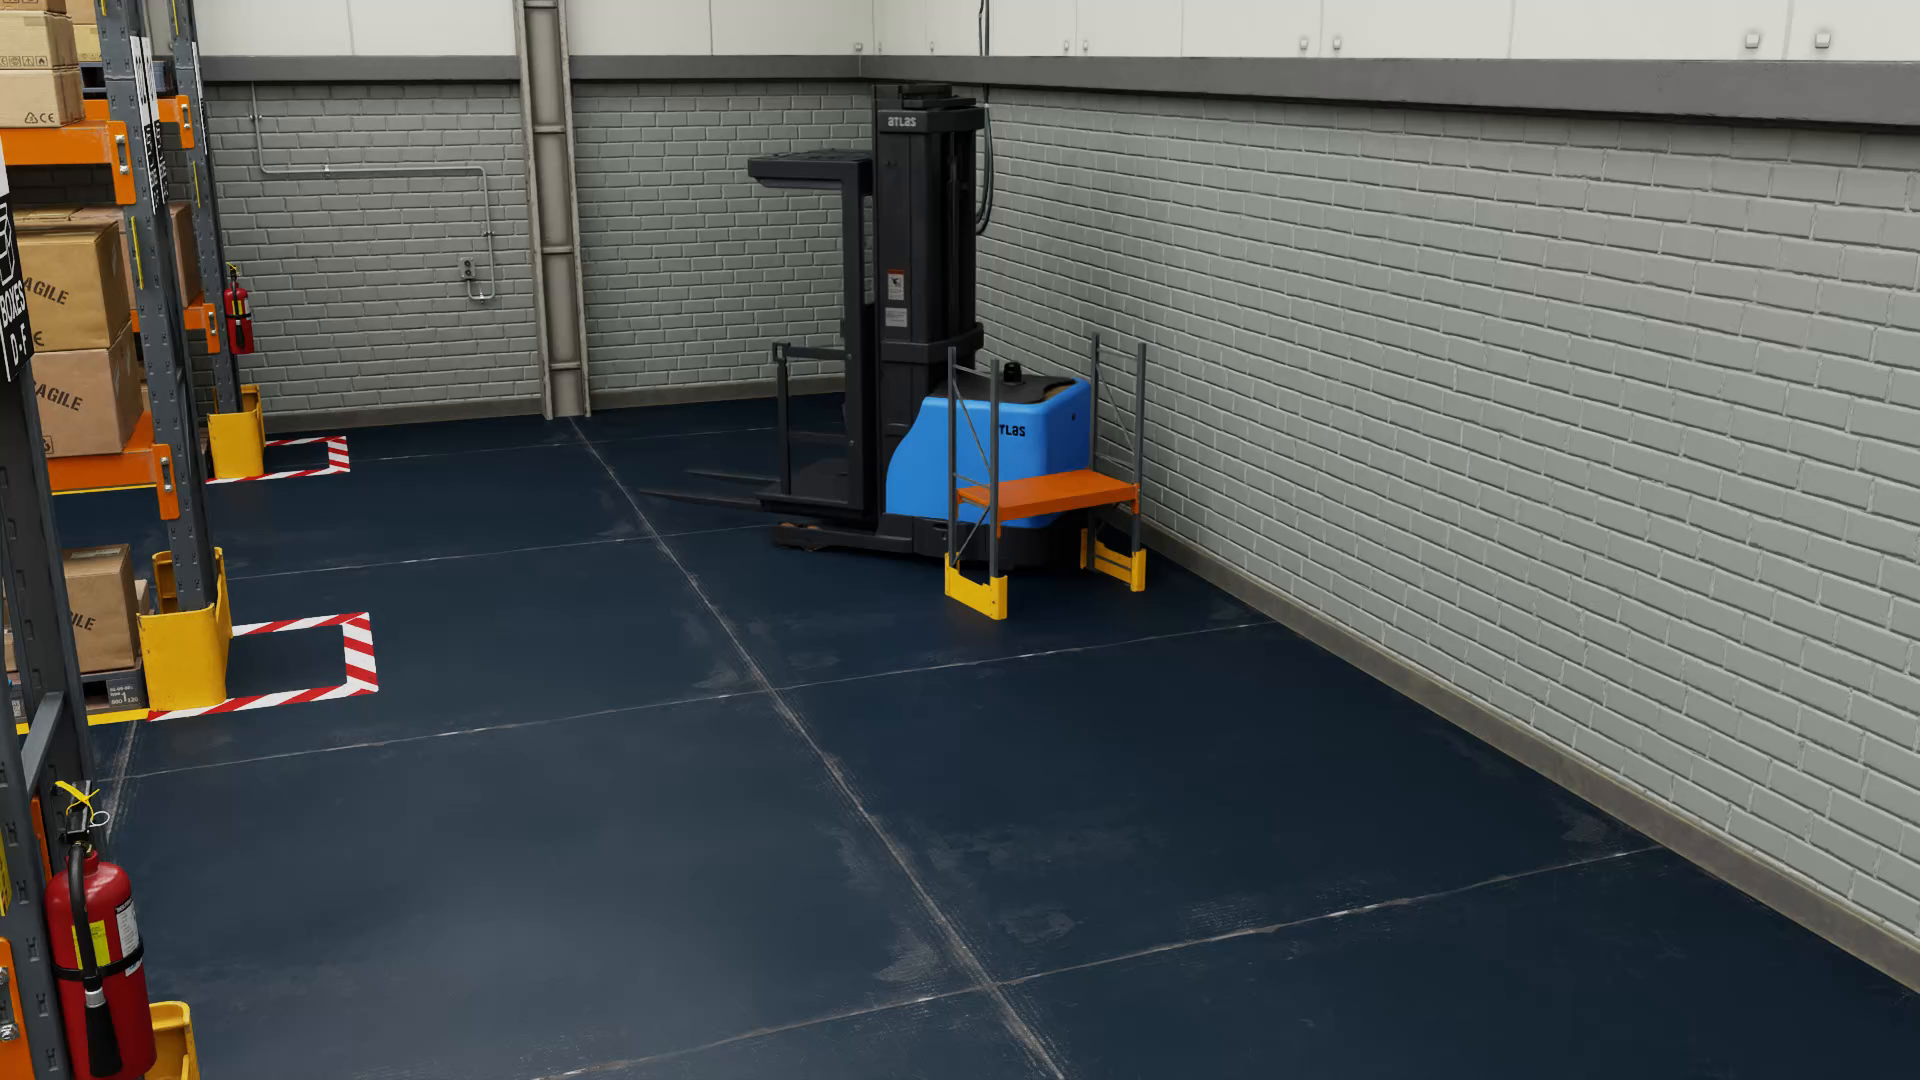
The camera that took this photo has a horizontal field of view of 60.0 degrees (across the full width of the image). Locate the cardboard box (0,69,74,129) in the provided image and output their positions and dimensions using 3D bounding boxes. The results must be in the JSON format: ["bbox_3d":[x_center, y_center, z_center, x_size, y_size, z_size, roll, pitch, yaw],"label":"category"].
[{"bbox_3d":[-4.352,-2.008,7.555,0.500,0.250,0.500,-6,17,-20],"label":"cardboard box"}]

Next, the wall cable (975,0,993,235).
[{"bbox_3d":[-0.333,-3.930,14.020,0.112,2.526,3.097,-6,17,-20],"label":"wall cable"}]

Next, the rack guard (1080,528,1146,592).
[{"bbox_3d":[0.940,0.118,10.252,0.087,0.250,0.587,-10,19,-30],"label":"rack guard"}]

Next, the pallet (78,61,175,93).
[{"bbox_3d":[-6.431,-3.384,12.132,1.213,0.211,1.003,-6,17,-20],"label":"pallet"}]

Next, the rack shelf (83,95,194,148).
[{"bbox_3d":[-7.610,-2.957,11.798,4.000,0.370,1.077,-6,17,-20],"label":"rack shelf"}]

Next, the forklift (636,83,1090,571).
[{"bbox_3d":[-0.704,-1.461,10.871,3.031,2.935,1.130,6,18,21],"label":"forklift"}]

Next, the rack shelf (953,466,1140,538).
[{"bbox_3d":[0.507,-0.234,9.872,1.000,0.185,0.538,-10,19,-30],"label":"rack shelf"}]

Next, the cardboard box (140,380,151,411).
[{"bbox_3d":[-6.360,-0.970,12.769,0.500,0.500,0.700,-6,17,-20],"label":"cardboard box"}]

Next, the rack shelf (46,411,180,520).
[{"bbox_3d":[-5.834,-0.215,7.784,4.000,0.370,1.077,-6,17,-20],"label":"rack shelf"}]

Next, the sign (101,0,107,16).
[{"bbox_3d":[-3.786,-2.478,7.318,0.005,0.325,0.100,-6,17,-20],"label":"sign"}]

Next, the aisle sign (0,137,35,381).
[{"bbox_3d":[-2.237,-0.791,3.854,0.004,0.787,0.394,-6,17,-20],"label":"aisle sign"}]

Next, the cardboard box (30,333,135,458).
[{"bbox_3d":[-4.287,-0.693,7.957,0.500,0.500,0.500,-6,17,-18],"label":"cardboard box"}]

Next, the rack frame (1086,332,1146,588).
[{"bbox_3d":[0.941,-0.482,10.077,0.032,1.500,0.500,-10,19,-30],"label":"rack frame"}]

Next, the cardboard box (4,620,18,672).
[{"bbox_3d":[-4.796,0.523,8.241,0.250,0.166,0.380,-6,17,-20],"label":"cardboard box"}]

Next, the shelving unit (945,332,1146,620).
[{"bbox_3d":[0.515,-0.408,9.826,1.083,1.500,0.587,-10,19,-30],"label":"shelving unit"}]

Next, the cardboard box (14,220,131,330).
[{"bbox_3d":[-4.475,-1.314,8.298,0.500,0.500,0.500,-6,17,-18],"label":"cardboard box"}]

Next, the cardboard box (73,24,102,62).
[{"bbox_3d":[-6.331,-3.538,11.842,0.500,0.250,0.500,-6,17,-18],"label":"cardboard box"}]

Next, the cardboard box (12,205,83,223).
[{"bbox_3d":[-6.890,-2.078,12.320,0.700,0.700,0.980,-6,18,-21],"label":"cardboard box"}]

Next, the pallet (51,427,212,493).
[{"bbox_3d":[-6.461,-0.626,12.854,1.213,0.211,1.003,-6,17,-20],"label":"pallet"}]

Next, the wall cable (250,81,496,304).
[{"bbox_3d":[-4.885,-2.930,13.950,1.851,1.984,0.084,-6,17,-20],"label":"wall cable"}]

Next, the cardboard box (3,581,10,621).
[{"bbox_3d":[-5.043,0.377,8.590,0.500,0.250,0.500,-6,17,-20],"label":"cardboard box"}]

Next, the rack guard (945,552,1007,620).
[{"bbox_3d":[0.091,0.265,9.753,0.087,0.250,0.587,-10,19,-30],"label":"rack guard"}]

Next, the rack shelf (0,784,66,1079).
[{"bbox_3d":[-4.065,1.089,3.345,4.000,0.370,1.077,-6,17,-20],"label":"rack shelf"}]

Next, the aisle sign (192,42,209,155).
[{"bbox_3d":[-5.568,-3.241,12.196,0.004,0.787,0.394,-6,17,-20],"label":"aisle sign"}]

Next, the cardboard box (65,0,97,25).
[{"bbox_3d":[-6.328,-3.896,11.730,0.500,0.500,0.500,-6,17,-20],"label":"cardboard box"}]

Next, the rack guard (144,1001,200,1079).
[{"bbox_3d":[-2.180,1.735,4.302,0.348,0.500,1.175,-6,17,-20],"label":"rack guard"}]

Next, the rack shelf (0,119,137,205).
[{"bbox_3d":[-5.834,-1.654,7.361,4.000,0.370,1.077,-6,17,-20],"label":"rack shelf"}]

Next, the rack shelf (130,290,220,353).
[{"bbox_3d":[-7.610,-1.518,12.221,4.000,0.370,1.077,-6,17,-20],"label":"rack shelf"}]

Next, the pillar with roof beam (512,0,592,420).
[{"bbox_3d":[-1.990,-4.310,9.806,0.400,9.000,9.100,-6,17,-20],"label":"pillar with roof beam"}]

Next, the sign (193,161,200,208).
[{"bbox_3d":[-5.561,-2.590,12.119,0.005,0.325,0.100,-6,17,-20],"label":"sign"}]

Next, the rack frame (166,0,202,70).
[{"bbox_3d":[-5.742,-4.943,11.961,0.127,3.000,1.000,-6,17,-20],"label":"rack frame"}]

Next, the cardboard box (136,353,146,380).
[{"bbox_3d":[-6.315,-1.347,12.900,0.250,0.149,0.380,-6,17,-20],"label":"cardboard box"}]

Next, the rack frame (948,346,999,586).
[{"bbox_3d":[0.074,-0.332,9.567,0.032,1.500,0.500,-10,19,-30],"label":"rack frame"}]

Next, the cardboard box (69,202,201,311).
[{"bbox_3d":[-6.215,-2.155,12.580,0.700,0.700,0.980,-5,17,-18],"label":"cardboard box"}]

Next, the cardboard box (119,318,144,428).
[{"bbox_3d":[-4.475,-0.835,8.439,0.500,0.500,0.500,-6,17,-19],"label":"cardboard box"}]

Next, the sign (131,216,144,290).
[{"bbox_3d":[-3.786,-1.321,7.657,0.005,0.325,0.100,-6,17,-20],"label":"sign"}]

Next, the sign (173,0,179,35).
[{"bbox_3d":[-5.561,-3.747,11.779,0.005,0.325,0.100,-6,17,-20],"label":"sign"}]

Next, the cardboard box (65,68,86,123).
[{"bbox_3d":[-4.537,-2.144,8.019,0.500,0.250,0.500,-6,17,-20],"label":"cardboard box"}]

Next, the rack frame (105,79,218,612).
[{"bbox_3d":[-3.966,-0.762,8.369,0.127,3.000,1.000,-6,17,-20],"label":"rack frame"}]

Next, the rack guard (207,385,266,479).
[{"bbox_3d":[-5.720,-0.868,13.167,0.348,0.500,1.175,-6,17,-20],"label":"rack guard"}]

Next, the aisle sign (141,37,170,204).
[{"bbox_3d":[-4.008,-2.093,8.289,0.004,0.787,0.394,-6,17,-20],"label":"aisle sign"}]

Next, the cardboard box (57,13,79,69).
[{"bbox_3d":[-4.539,-2.386,7.954,0.500,0.250,0.500,-6,17,-20],"label":"cardboard box"}]

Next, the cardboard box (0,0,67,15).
[{"bbox_3d":[-4.440,-2.673,7.601,0.500,0.500,0.700,-6,17,-20],"label":"cardboard box"}]

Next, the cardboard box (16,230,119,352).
[{"bbox_3d":[-4.284,-1.172,7.815,0.500,0.500,0.500,-6,18,-21],"label":"cardboard box"}]

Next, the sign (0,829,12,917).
[{"bbox_3d":[-1.985,0.607,3.420,0.005,0.325,0.100,-6,17,-20],"label":"sign"}]

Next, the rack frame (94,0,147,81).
[{"bbox_3d":[-3.966,-3.640,7.524,0.127,3.000,1.000,-6,17,-20],"label":"rack frame"}]

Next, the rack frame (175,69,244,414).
[{"bbox_3d":[-5.742,-2.065,12.806,0.127,3.000,1.000,-6,17,-20],"label":"rack frame"}]

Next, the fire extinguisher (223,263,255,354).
[{"bbox_3d":[-5.436,-1.743,12.508,0.183,0.674,0.296,-6,17,-20],"label":"fire extinguisher"}]

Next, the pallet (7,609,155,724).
[{"bbox_3d":[-4.781,0.664,8.461,1.213,0.211,1.003,-6,17,-20],"label":"pallet"}]

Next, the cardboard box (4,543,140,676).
[{"bbox_3d":[-4.386,0.346,8.252,0.500,0.500,0.500,-6,17,-20],"label":"cardboard box"}]

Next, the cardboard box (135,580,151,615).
[{"bbox_3d":[-4.480,0.347,8.873,0.250,0.149,0.380,-6,17,-20],"label":"cardboard box"}]

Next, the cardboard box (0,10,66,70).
[{"bbox_3d":[-4.355,-2.250,7.492,0.500,0.250,0.500,-6,17,-20],"label":"cardboard box"}]

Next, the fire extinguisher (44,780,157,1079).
[{"bbox_3d":[-1.894,0.862,3.638,0.183,0.674,0.296,-6,17,-20],"label":"fire extinguisher"}]

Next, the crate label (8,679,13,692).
[{"bbox_3d":[-2.546,0.532,4.155,0.303,0.233,0.416,-6,17,-20],"label":"crate label"}]

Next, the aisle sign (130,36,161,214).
[{"bbox_3d":[-3.793,-1.936,7.752,0.004,0.787,0.394,-6,17,-20],"label":"aisle sign"}]

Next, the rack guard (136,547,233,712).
[{"bbox_3d":[-4.037,0.445,8.695,0.348,0.500,1.175,-6,17,-20],"label":"rack guard"}]
